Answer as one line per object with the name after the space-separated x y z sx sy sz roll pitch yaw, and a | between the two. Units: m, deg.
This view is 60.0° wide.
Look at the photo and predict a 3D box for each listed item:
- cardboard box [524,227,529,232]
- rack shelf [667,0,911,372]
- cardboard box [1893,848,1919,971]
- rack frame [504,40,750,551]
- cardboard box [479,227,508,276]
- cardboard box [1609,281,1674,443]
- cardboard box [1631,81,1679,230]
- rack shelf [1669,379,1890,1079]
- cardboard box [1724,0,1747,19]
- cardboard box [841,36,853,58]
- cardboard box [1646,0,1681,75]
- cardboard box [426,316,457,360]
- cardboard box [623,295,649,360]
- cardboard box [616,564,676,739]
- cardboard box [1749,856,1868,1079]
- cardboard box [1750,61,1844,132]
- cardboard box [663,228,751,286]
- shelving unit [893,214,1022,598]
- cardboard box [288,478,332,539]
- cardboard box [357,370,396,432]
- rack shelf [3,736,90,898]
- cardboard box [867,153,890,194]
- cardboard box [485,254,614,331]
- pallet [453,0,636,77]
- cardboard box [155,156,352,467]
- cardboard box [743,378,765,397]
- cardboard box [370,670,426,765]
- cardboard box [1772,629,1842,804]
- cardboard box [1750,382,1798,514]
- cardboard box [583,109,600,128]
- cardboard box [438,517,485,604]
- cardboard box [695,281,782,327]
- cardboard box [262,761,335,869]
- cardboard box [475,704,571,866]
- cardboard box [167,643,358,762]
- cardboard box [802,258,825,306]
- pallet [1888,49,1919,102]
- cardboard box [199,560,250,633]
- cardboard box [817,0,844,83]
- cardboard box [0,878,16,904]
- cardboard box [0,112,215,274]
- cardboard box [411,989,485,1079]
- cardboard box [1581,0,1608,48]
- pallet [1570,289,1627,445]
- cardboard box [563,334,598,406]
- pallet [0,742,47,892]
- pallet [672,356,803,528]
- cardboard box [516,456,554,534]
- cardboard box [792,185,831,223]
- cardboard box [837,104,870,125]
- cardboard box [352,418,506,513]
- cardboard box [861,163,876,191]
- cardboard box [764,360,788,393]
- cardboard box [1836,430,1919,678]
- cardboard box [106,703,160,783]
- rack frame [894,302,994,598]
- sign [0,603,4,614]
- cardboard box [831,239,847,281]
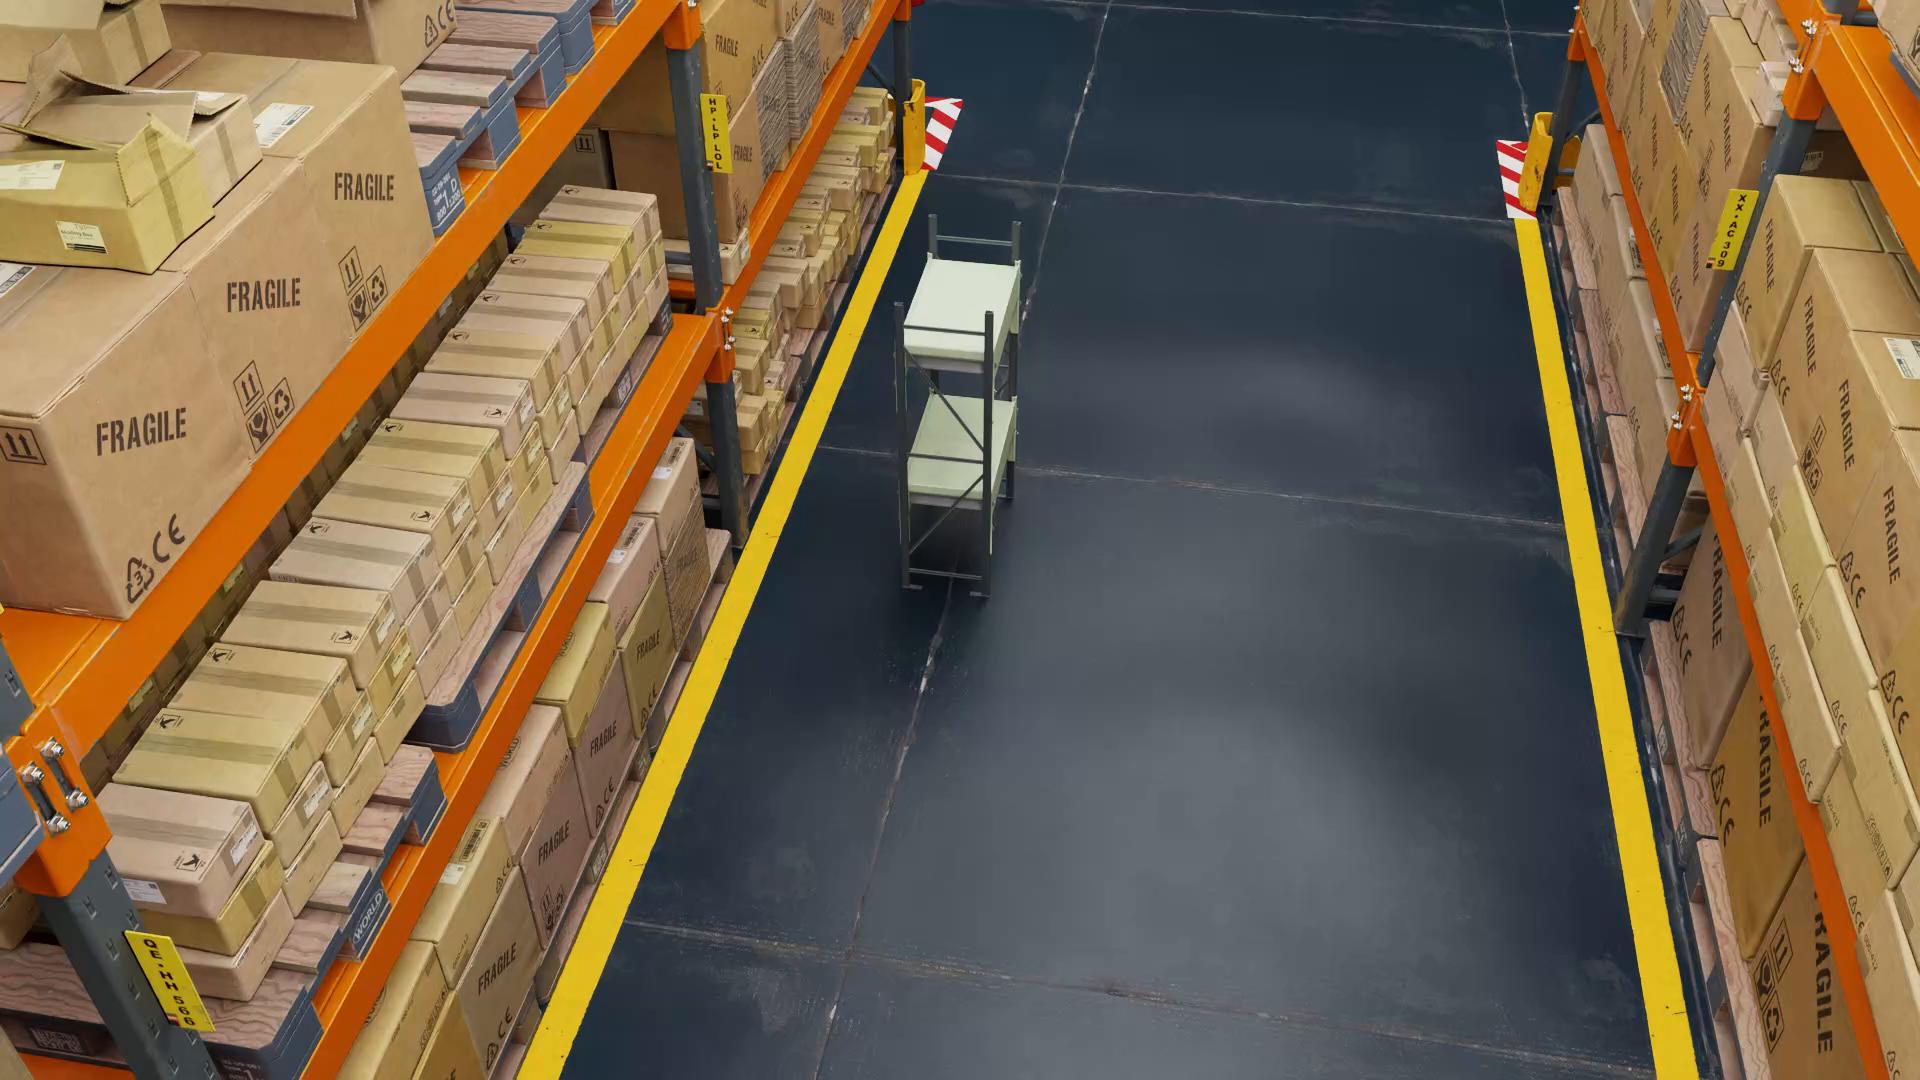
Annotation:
-1.744 -1.482 7.482 0.380 0.149 0.250 5 40 6 | cardboard box
-1.154 -2.178 8.691 1.077 0.370 4.000 6 40 8 | rack shelf
2.619 1.004 4.004 0.500 0.250 0.500 5 40 7 | cardboard box
-1.500 -1.200 6.944 1.000 3.000 0.127 6 40 8 | rack frame
-2.021 -1.183 6.558 0.380 0.149 0.250 7 40 8 | cardboard box
3.762 -0.836 8.185 0.875 0.438 0.875 5 40 6 | cardboard box
3.378 -1.716 7.490 0.500 0.500 0.500 6 40 7 | cardboard box
3.047 0.815 5.072 1.077 0.370 4.000 6 40 8 | rack shelf
3.372 -2.250 6.843 0.380 0.149 0.250 6 40 7 | cardboard box
-0.790 -2.742 9.006 0.380 0.149 0.250 5 40 6 | cardboard box
3.472 -2.420 7.556 0.500 0.500 0.500 7 40 8 | cardboard box
-2.110 -0.737 6.252 0.380 0.149 0.250 7 40 8 | cardboard box
-1.418 -0.831 6.365 0.380 0.149 0.250 7 40 8 | cardboard box
-1.469 0.416 6.622 0.500 0.500 0.500 6 40 7 | cardboard box
3.061 1.466 5.057 0.875 0.875 0.875 7 40 8 | cardboard box
3.133 -1.620 6.080 0.380 0.149 0.250 6 40 7 | cardboard box
-1.129 -1.245 7.195 0.380 0.149 0.250 8 40 9 | cardboard box
-0.001 -0.574 7.364 0.431 1.500 0.755 6 40 8 | shelving unit
-2.288 -0.090 5.470 0.380 0.149 0.250 5 40 6 | cardboard box
-2.197 -0.525 5.762 0.380 0.149 0.250 8 40 9 | cardboard box
-2.538 1.687 1.663 1.077 0.370 4.000 6 40 8 | rack shelf
-0.638 -2.247 10.119 0.380 0.149 0.250 8 40 9 | cardboard box
-1.469 -0.890 5.970 0.380 0.149 0.250 5 40 6 | cardboard box
-1.712 -1.908 5.594 1.213 0.211 1.003 6 40 8 | pallet
-1.752 -0.528 3.698 0.500 0.500 0.500 6 40 8 | cardboard box
-1.167 -0.738 8.060 0.380 0.149 0.250 7 40 8 | cardboard box
-1.778 0.480 4.780 0.380 0.149 0.250 8 40 10 | cardboard box
2.769 0.545 4.951 0.500 0.250 0.500 6 40 7 | cardboard box
2.977 -0.277 5.553 0.500 0.250 0.500 7 40 8 | cardboard box
-1.685 -2.063 6.892 0.500 0.500 0.500 5 40 6 | cardboard box
-1.689 0.041 5.077 0.380 0.149 0.250 6 40 7 | cardboard box
-1.112 -1.182 8.364 0.380 0.149 0.250 5 40 7 | cardboard box
-1.866 0.679 4.305 0.380 0.149 0.250 8 40 10 | cardboard box
-1.648 0.790 5.581 0.500 0.250 0.500 7 40 8 | cardboard box
-1.831 0.425 4.379 0.380 0.149 0.250 6 40 7 | cardboard box
-0.933 -1.386 8.843 0.380 0.149 0.250 6 40 7 | cardboard box
3.283 -1.219 4.763 0.805 0.209 1.217 5 40 6 | pallet
-2.378 0.125 4.976 0.380 0.149 0.250 6 40 7 | cardboard box
-0.901 -2.599 8.325 0.500 0.500 0.500 8 40 10 | cardboard box
-2.555 0.771 4.195 0.380 0.149 0.250 7 40 9 | cardboard box
-1.761 -0.726 3.338 0.396 0.266 0.258 6 40 8 | cardboard box
-1.818 1.696 5.073 0.500 0.500 0.500 5 40 6 | cardboard box
3.719 -2.997 9.039 0.500 0.500 0.500 6 40 7 | cardboard box
3.810 -0.879 8.745 1.003 0.211 1.213 6 40 8 | pallet
-1.507 -0.615 5.871 0.380 0.149 0.250 5 40 6 | cardboard box
-2.251 0.637 2.516 1.213 0.211 1.003 8 40 10 | pallet
-1.418 -0.550 8.347 1.003 0.211 1.213 6 40 8 | pallet
-1.596 -0.176 5.573 0.380 0.149 0.250 8 40 10 | cardboard box
-0.923 -1.831 9.148 0.380 0.149 0.250 5 40 6 | cardboard box
-0.750 -2.491 9.947 0.380 0.149 0.250 7 40 9 | cardboard box
-1.649 -0.234 5.176 0.380 0.149 0.250 6 40 7 | cardboard box
-0.706 -2.199 9.827 0.380 0.149 0.250 5 40 6 | cardboard box
-1.083 -0.785 8.350 0.380 0.149 0.250 6 40 7 | cardboard box
2.800 0.065 4.551 0.500 0.500 0.500 6 40 7 | cardboard box
-2.471 0.568 4.673 0.380 0.149 0.250 7 40 8 | cardboard box
-0.064 -0.344 7.086 0.400 1.500 0.023 6 40 8 | rack frame
-1.647 -0.009 2.682 0.100 0.325 0.005 6 40 8 | sign
-0.848 -1.598 9.334 0.380 0.149 0.250 7 40 9 | cardboard box
